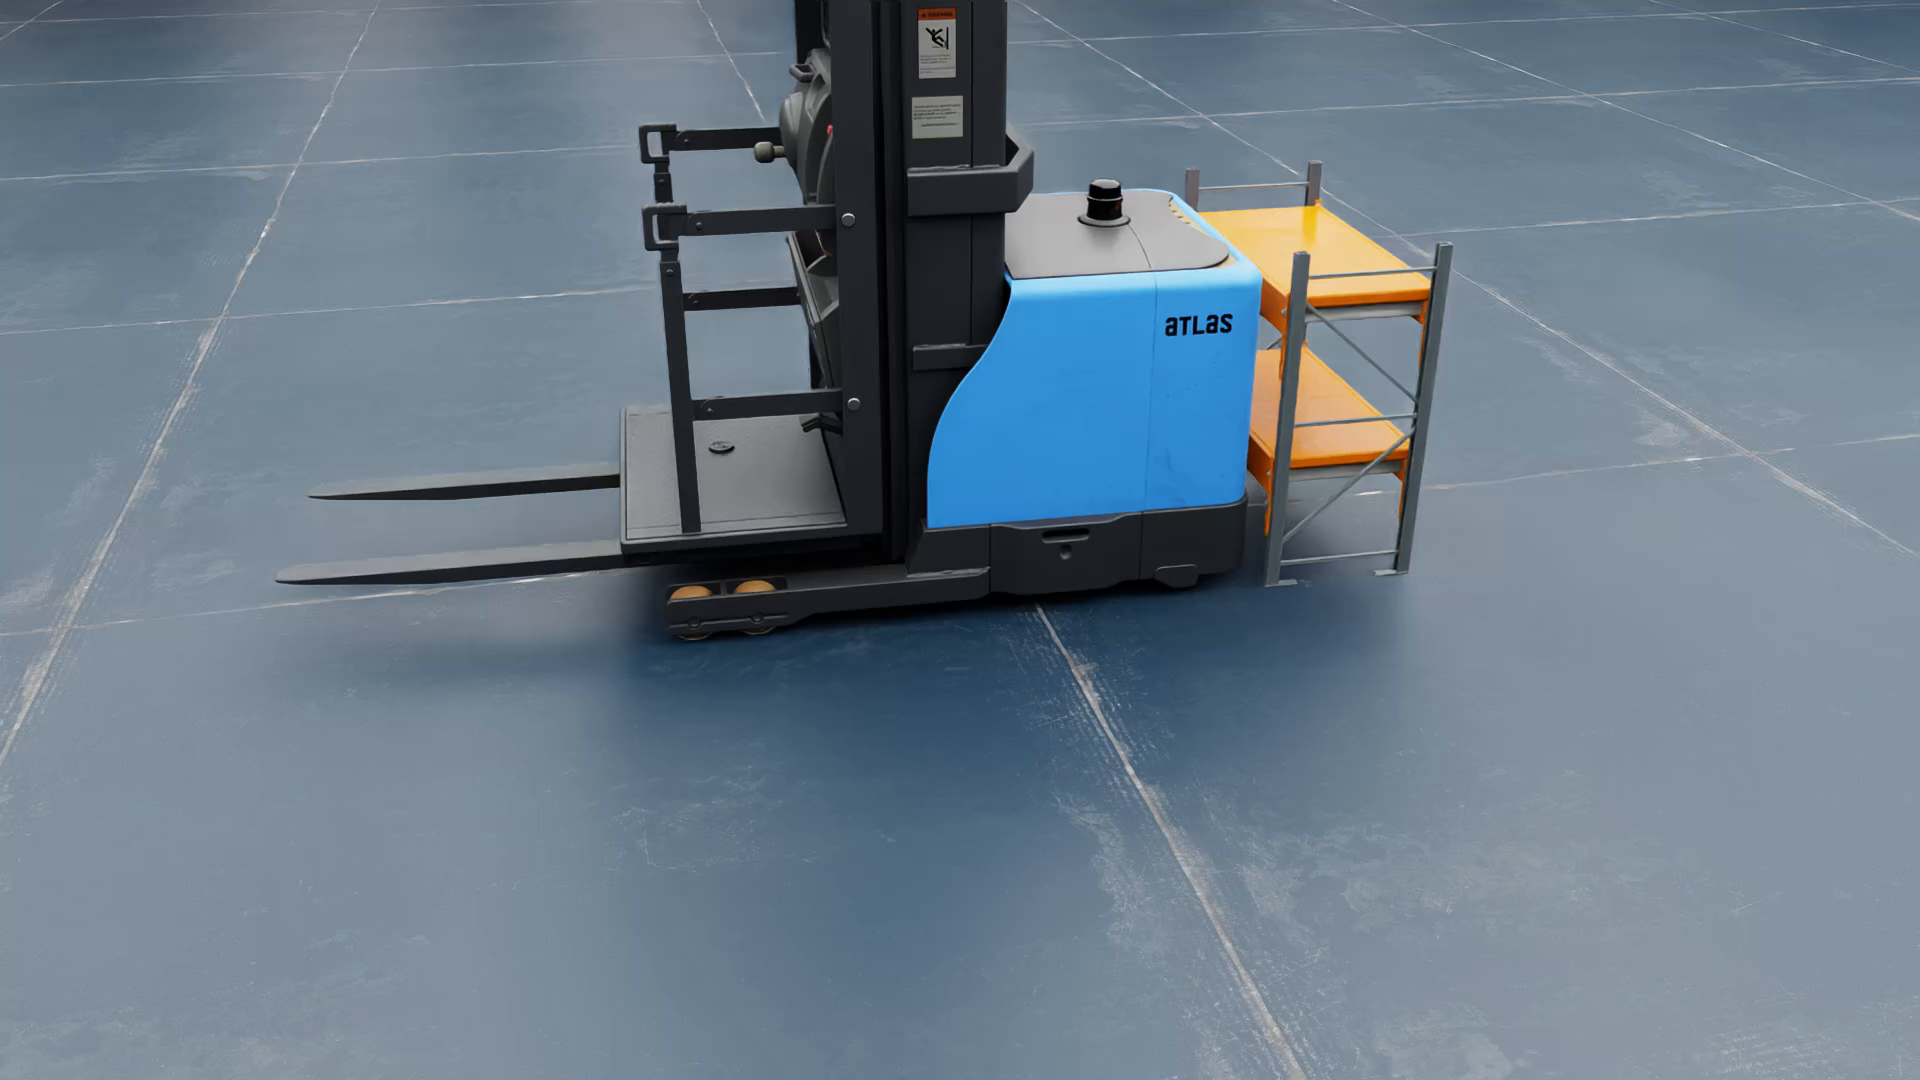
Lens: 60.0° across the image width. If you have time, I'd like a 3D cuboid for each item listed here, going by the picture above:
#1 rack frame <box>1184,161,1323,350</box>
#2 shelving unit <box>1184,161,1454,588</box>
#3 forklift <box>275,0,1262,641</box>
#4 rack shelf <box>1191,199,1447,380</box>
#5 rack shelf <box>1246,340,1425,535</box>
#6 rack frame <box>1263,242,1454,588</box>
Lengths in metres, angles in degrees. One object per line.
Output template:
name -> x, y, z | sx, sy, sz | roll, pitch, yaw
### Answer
rack frame -> 1.042, -0.824, 6.133 | 0.500, 1.125, 0.032 | -5, 27, -10
shelving unit -> 1.142, -0.599, 5.689 | 0.538, 1.125, 1.048 | -5, 27, -10
forklift -> -0.637, -1.256, 4.986 | 3.031, 2.935, 1.130 | -5, 27, -9
rack shelf -> 1.142, -0.860, 5.557 | 0.538, 0.278, 1.000 | -5, 27, -10
rack shelf -> 1.142, -0.381, 5.799 | 0.538, 0.278, 1.000 | -5, 27, -10
rack frame -> 1.243, -0.375, 5.244 | 0.500, 1.125, 0.032 | -5, 27, -10
